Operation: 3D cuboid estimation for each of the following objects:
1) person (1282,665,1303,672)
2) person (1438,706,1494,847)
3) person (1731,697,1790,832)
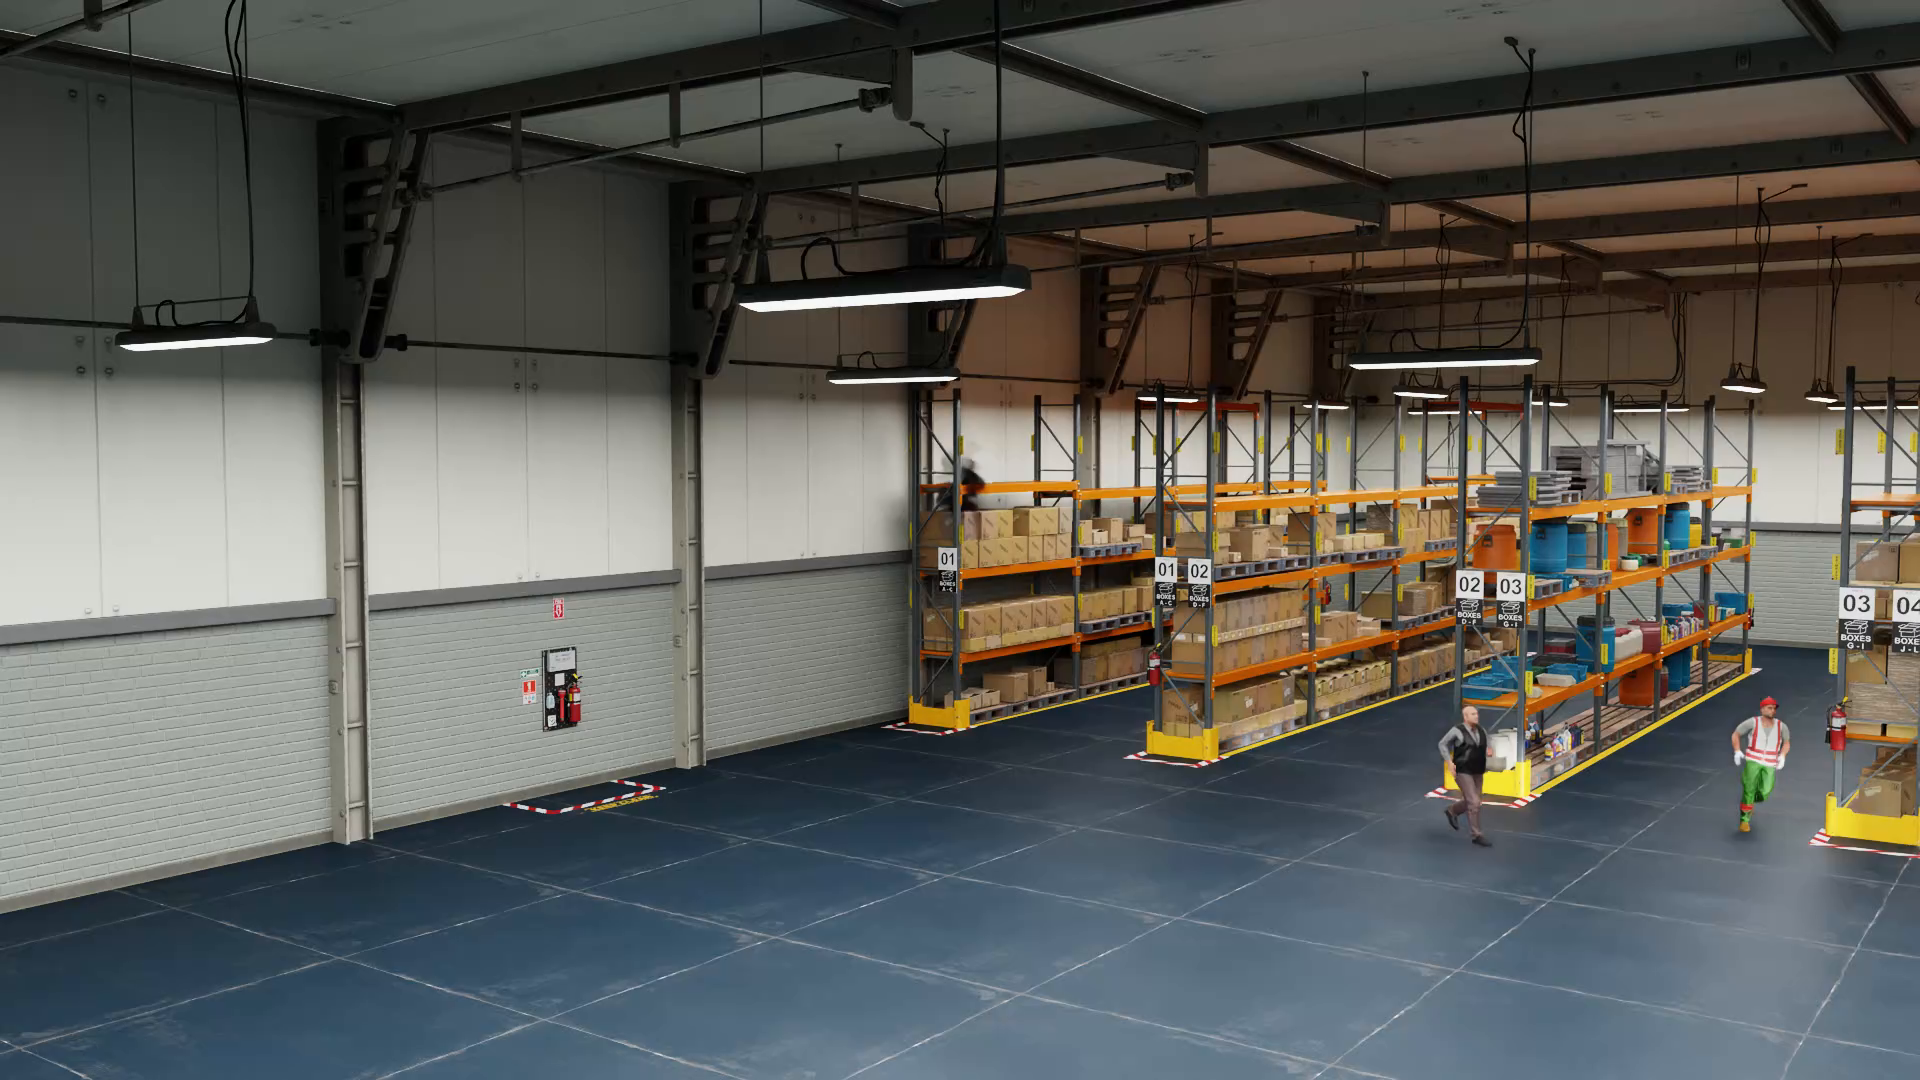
[{"bbox_3d":[6.844,2.224,34.239,0.579,1.698,0.842,2,4,36],"label":"person"},{"bbox_3d":[6.389,2.934,20.946,0.658,1.704,0.914,-2,4,-25],"label":"person"},{"bbox_3d":[10.472,2.913,21.756,0.706,1.737,0.631,1,3,15],"label":"person"}]
